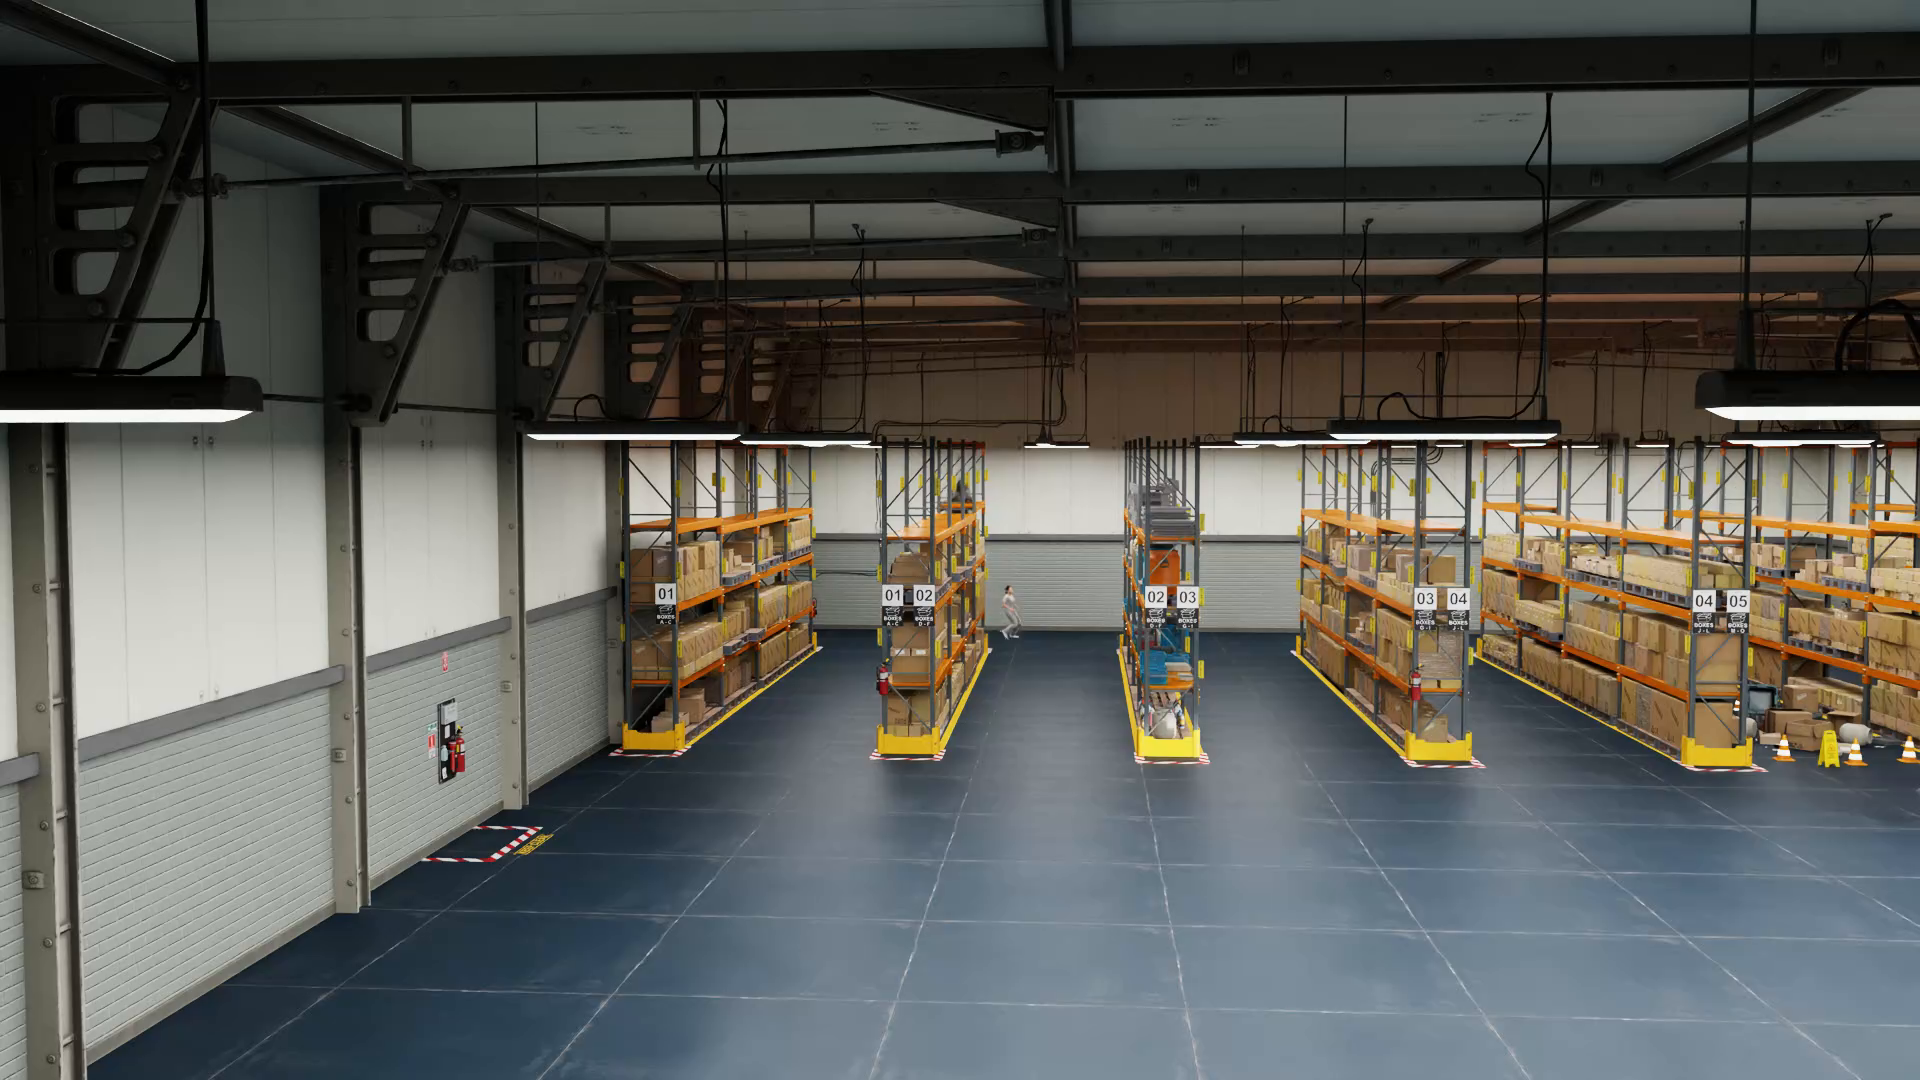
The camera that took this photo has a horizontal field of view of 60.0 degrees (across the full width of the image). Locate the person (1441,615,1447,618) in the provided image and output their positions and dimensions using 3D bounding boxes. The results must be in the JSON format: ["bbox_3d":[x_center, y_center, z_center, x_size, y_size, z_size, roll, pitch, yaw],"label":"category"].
[{"bbox_3d":[13.171,2.392,45.718,0.762,1.781,0.871,1,3,14],"label":"person"}]

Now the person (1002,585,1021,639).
[{"bbox_3d":[1.462,2.102,48.324,0.521,1.584,0.569,1,3,22],"label":"person"}]
